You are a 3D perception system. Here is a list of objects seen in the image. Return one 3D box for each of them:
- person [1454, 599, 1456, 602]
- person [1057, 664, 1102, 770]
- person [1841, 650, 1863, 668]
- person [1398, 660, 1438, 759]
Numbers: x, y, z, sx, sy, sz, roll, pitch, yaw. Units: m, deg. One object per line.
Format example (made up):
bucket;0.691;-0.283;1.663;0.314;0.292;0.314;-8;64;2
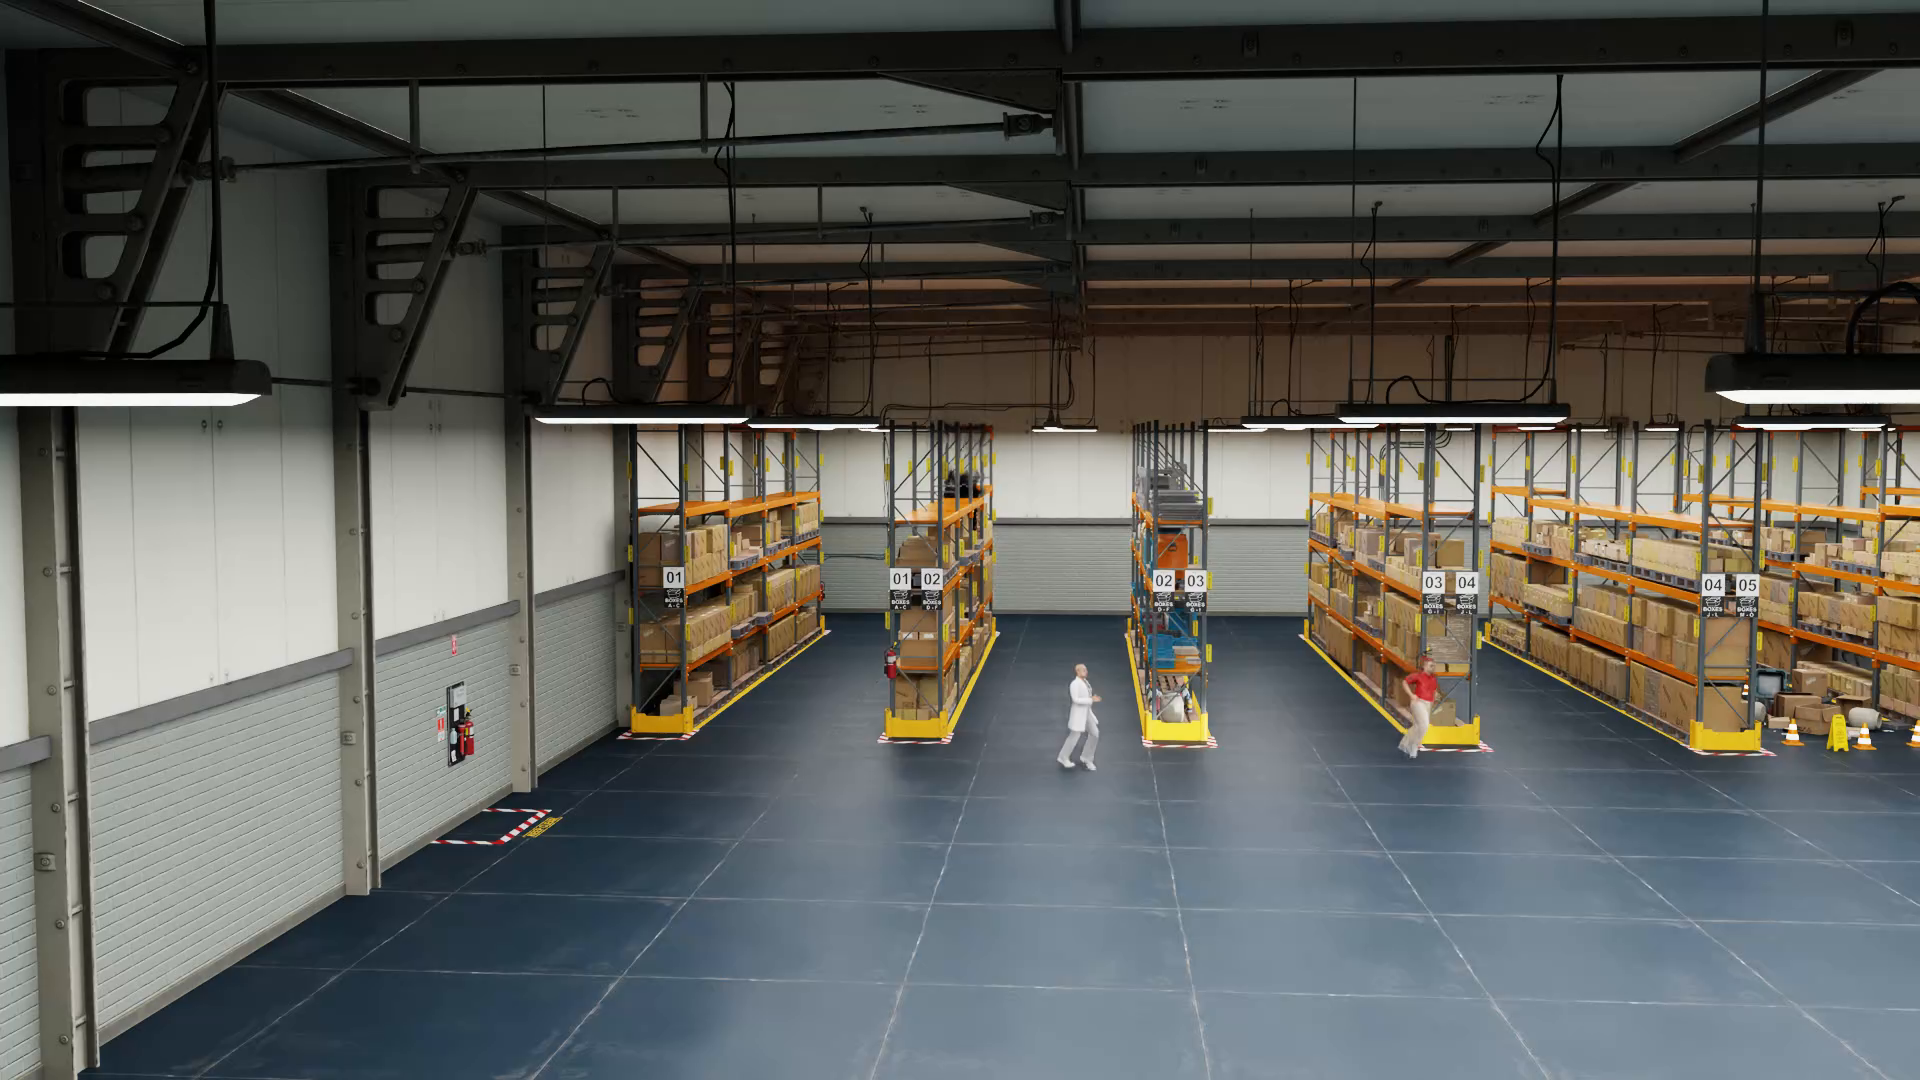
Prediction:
person;13.535;1.877;46.653;0.743;1.762;0.726;-3;4;-35
person;2.053;3.041;28.411;0.840;1.856;0.708;2;4;33
person;21.154;2.414;39.383;0.555;1.704;0.686;0;4;0
person;8.213;3.022;29.697;0.723;1.765;0.690;-3;5;-40
